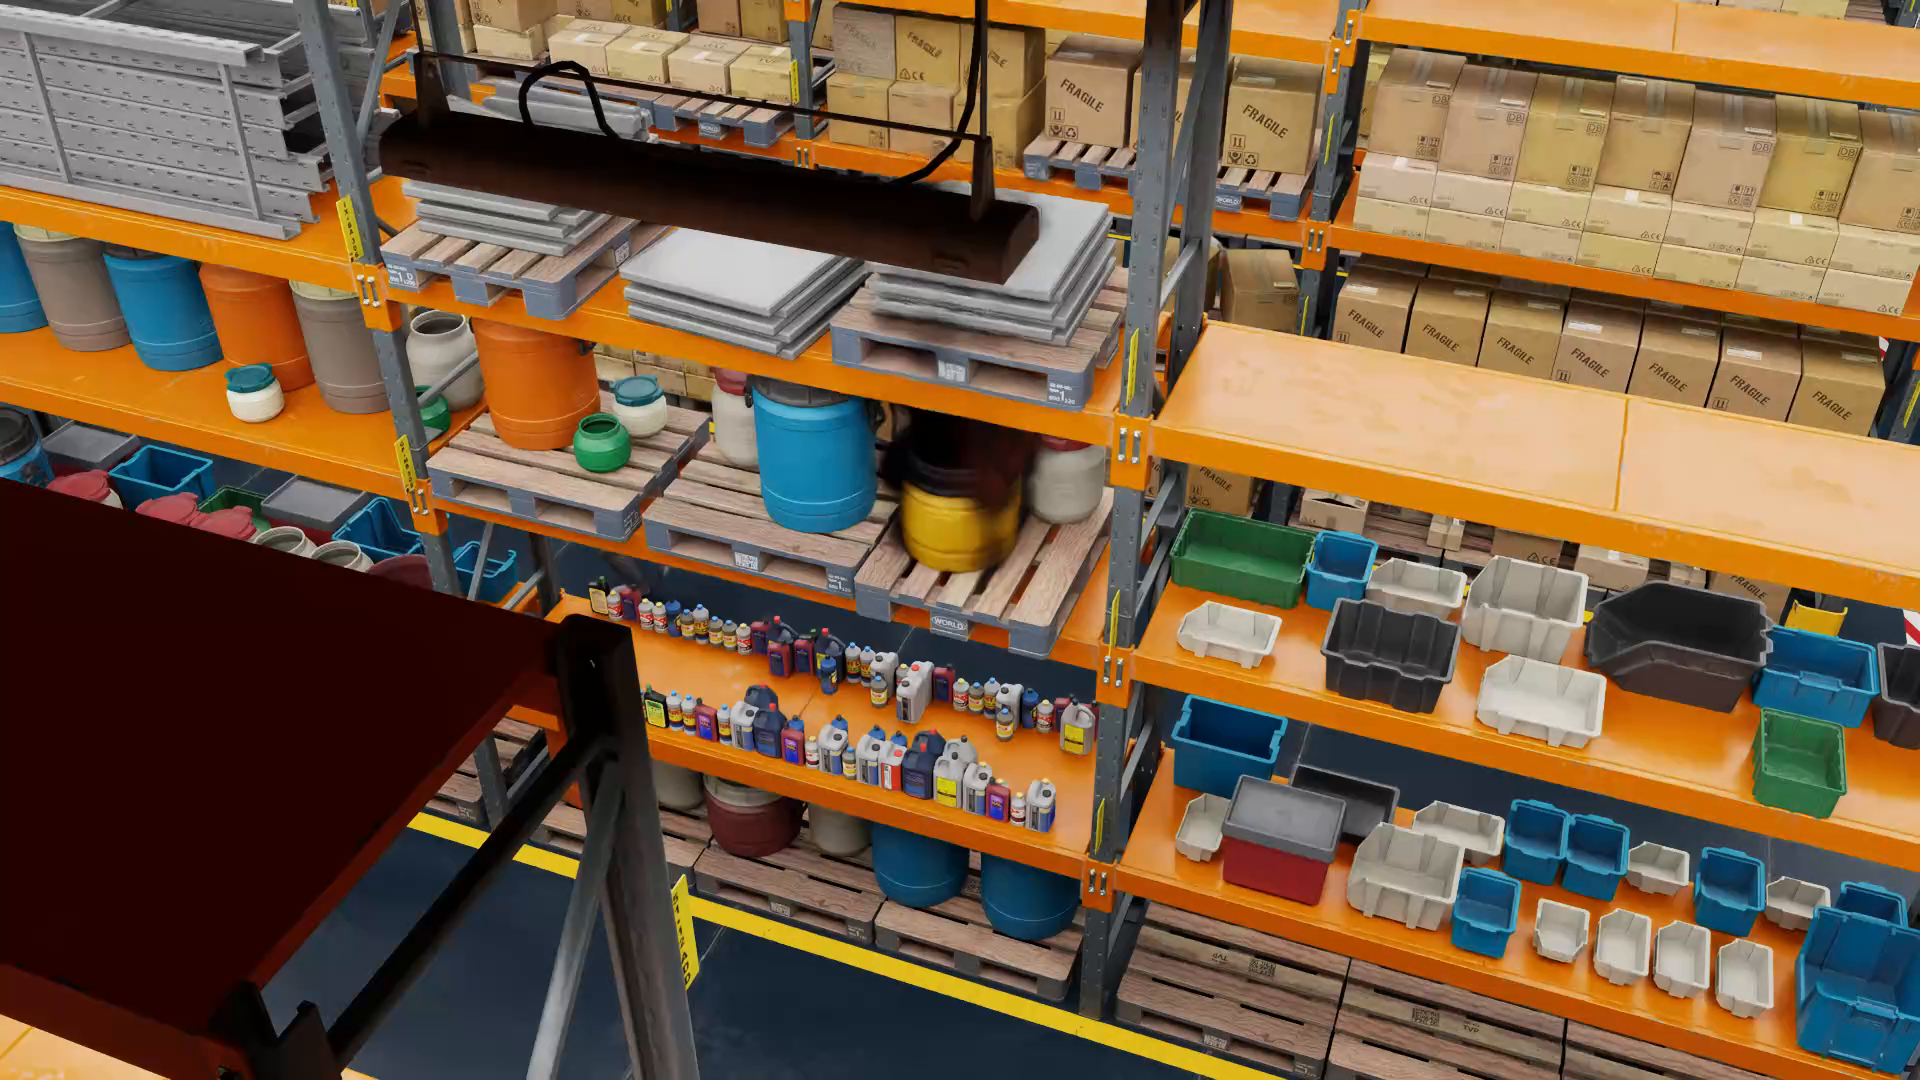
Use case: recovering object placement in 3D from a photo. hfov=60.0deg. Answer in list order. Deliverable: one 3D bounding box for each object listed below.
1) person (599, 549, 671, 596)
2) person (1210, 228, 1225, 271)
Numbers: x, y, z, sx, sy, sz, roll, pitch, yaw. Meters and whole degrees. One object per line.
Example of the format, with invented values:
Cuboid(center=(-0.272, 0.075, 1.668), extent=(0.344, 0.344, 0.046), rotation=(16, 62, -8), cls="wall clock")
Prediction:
Cuboid(center=(-2.510, -0.255, 12.322), extent=(0.682, 1.730, 0.693), rotation=(9, 37, 12), cls="person")
Cuboid(center=(1.995, -2.144, 14.816), extent=(0.599, 1.742, 0.659), rotation=(11, 38, 15), cls="person")
